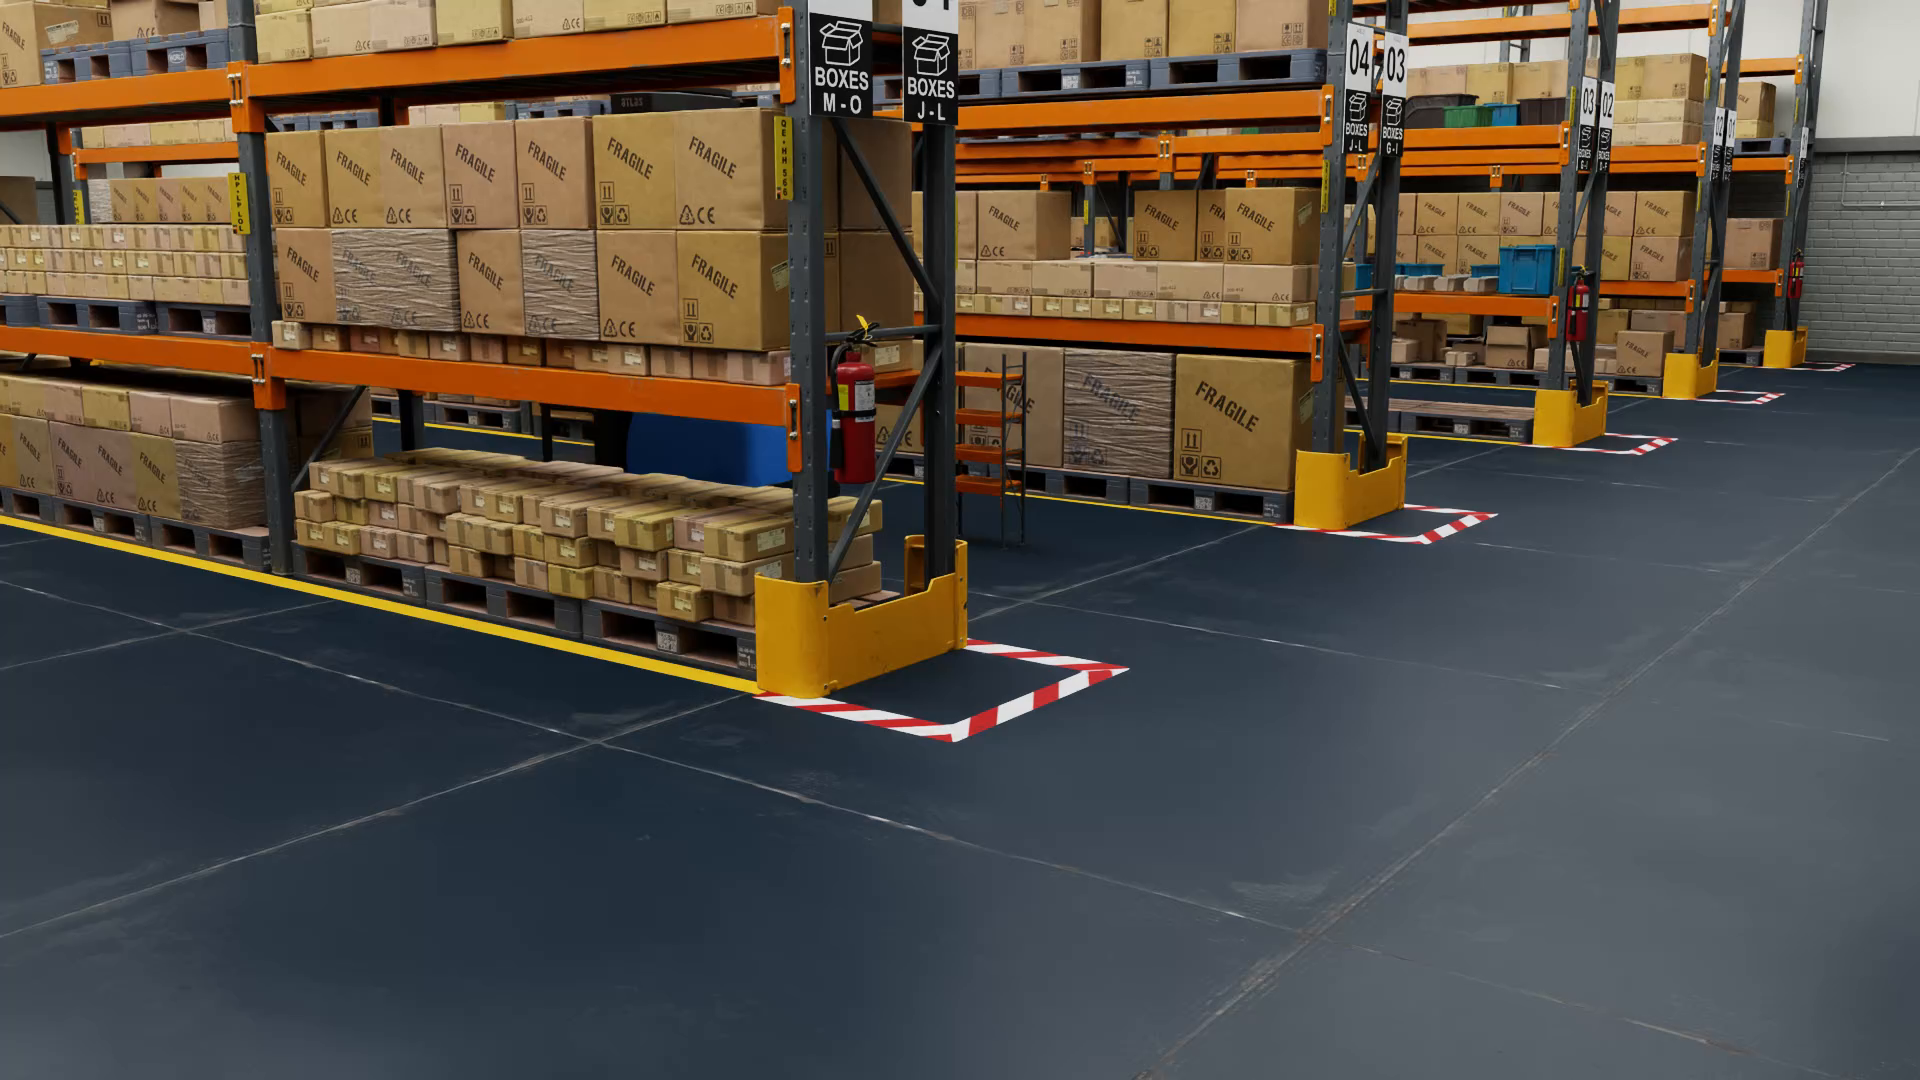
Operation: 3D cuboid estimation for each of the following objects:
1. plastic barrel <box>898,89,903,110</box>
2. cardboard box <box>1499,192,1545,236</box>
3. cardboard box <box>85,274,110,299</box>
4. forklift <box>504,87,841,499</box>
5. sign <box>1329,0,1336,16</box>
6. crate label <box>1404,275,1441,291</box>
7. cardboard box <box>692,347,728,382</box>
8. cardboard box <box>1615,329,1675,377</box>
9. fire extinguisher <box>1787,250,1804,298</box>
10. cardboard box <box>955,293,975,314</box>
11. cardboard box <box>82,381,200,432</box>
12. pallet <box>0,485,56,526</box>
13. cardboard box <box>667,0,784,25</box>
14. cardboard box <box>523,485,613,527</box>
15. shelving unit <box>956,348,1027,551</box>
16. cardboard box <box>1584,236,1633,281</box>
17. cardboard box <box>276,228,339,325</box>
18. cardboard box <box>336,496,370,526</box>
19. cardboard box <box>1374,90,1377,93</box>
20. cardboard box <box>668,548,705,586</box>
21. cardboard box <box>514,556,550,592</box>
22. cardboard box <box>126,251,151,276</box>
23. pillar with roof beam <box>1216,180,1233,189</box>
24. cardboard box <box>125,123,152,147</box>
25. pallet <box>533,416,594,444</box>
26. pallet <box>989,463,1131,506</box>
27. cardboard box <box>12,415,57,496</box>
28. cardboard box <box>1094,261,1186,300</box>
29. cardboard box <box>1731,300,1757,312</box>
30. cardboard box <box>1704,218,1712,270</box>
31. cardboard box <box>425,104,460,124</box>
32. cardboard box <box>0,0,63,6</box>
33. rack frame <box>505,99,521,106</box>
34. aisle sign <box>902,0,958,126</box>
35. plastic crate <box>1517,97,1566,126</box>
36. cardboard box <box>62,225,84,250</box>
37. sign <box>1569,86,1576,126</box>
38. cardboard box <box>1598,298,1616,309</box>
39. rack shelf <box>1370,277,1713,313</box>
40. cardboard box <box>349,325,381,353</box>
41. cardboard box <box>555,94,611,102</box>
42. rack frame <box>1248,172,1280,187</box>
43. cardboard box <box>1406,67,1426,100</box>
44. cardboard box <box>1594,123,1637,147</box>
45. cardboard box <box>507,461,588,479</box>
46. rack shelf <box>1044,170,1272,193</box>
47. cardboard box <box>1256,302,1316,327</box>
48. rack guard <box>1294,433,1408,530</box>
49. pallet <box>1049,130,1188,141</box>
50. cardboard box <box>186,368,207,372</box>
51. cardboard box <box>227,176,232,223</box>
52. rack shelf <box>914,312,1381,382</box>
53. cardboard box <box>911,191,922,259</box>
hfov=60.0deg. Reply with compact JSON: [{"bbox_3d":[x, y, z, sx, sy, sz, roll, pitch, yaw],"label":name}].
[{"bbox_3d":[-0.406,-5.125,18.988,0.708,0.830,0.600,8,13,36],"label":"plastic barrel"},{"bbox_3d":[6.758,-3.877,19.779,0.500,0.500,0.500,8,14,37],"label":"cardboard box"},{"bbox_3d":[-5.290,-1.616,10.543,0.250,0.149,0.380,7,13,34],"label":"cardboard box"},{"bbox_3d":[-2.357,-1.684,11.517,3.031,2.935,1.130,6,13,29],"label":"forklift"},{"bbox_3d":[2.323,-3.428,10.334,0.005,0.325,0.100,8,13,36],"label":"sign"},{"bbox_3d":[4.358,-2.426,15.709,0.243,0.136,0.396,8,13,36],"label":"crate label"},{"bbox_3d":[-0.971,-0.797,7.415,0.250,0.149,0.380,8,13,35],"label":"cardboard box"},{"bbox_3d":[7.938,-2.170,19.271,0.500,0.500,0.500,8,13,36],"label":"cardboard box"},{"bbox_3d":[11.299,-3.608,22.466,0.183,0.674,0.296,8,13,36],"label":"fire extinguisher"},{"bbox_3d":[0.110,-1.795,12.573,0.250,0.149,0.380,7,13,34],"label":"cardboard box"},{"bbox_3d":[-5.177,-0.852,10.539,0.500,0.250,0.500,7,13,33],"label":"cardboard box"},{"bbox_3d":[-6.181,-0.336,11.709,1.213,0.211,1.003,8,13,36],"label":"pallet"},{"bbox_3d":[-0.886,-2.303,7.035,0.500,0.250,0.500,8,13,34],"label":"cardboard box"},{"bbox_3d":[-1.959,-0.167,8.327,0.250,0.149,0.380,7,13,34],"label":"cardboard box"},{"bbox_3d":[0.133,-0.570,10.320,0.503,1.200,0.258,8,13,36],"label":"shelving unit"},{"bbox_3d":[7.579,-3.273,19.288,0.500,0.500,0.500,8,14,36],"label":"cardboard box"},{"bbox_3d":[-3.336,-1.444,9.050,0.500,0.500,0.500,8,13,35],"label":"cardboard box"},{"bbox_3d":[-3.227,-0.191,9.238,0.250,0.149,0.380,8,14,36],"label":"cardboard box"},{"bbox_3d":[4.935,-5.452,21.286,0.600,0.600,0.600,6,13,30],"label":"cardboard box"},{"bbox_3d":[-1.136,0.101,7.729,0.250,0.149,0.380,8,13,34],"label":"cardboard box"},{"bbox_3d":[-1.997,0.138,8.320,0.250,0.149,0.380,8,14,37],"label":"cardboard box"},{"bbox_3d":[-4.867,-1.704,10.212,0.250,0.149,0.380,7,13,33],"label":"cardboard box"},{"bbox_3d":[1.919,-7.381,24.989,0.400,9.000,9.100,8,13,36],"label":"pillar with roof beam"},{"bbox_3d":[-9.190,-4.632,19.074,0.500,0.250,0.500,8,13,35],"label":"cardboard box"},{"bbox_3d":[-3.202,-1.072,15.513,1.213,0.211,1.003,8,13,36],"label":"pallet"},{"bbox_3d":[0.985,-0.487,12.494,1.213,0.211,1.003,8,13,36],"label":"pallet"},{"bbox_3d":[-5.984,-0.597,11.195,0.500,0.500,0.500,8,14,36],"label":"cardboard box"},{"bbox_3d":[1.288,-1.842,11.765,0.500,0.250,0.500,7,13,34],"label":"cardboard box"},{"bbox_3d":[11.046,-3.294,23.425,0.250,0.149,0.380,8,14,36],"label":"cardboard box"},{"bbox_3d":[10.441,-4.200,23.550,0.700,0.700,0.980,8,13,35],"label":"cardboard box"},{"bbox_3d":[-4.729,-4.009,15.855,0.500,0.250,0.500,8,13,35],"label":"cardboard box"},{"bbox_3d":[-6.003,-3.522,10.663,0.258,0.266,0.396,8,13,36],"label":"cardboard box"},{"bbox_3d":[-3.793,-5.486,15.196,0.127,3.000,1.000,8,13,36],"label":"rack frame"},{"bbox_3d":[-0.126,-2.207,7.199,0.004,0.787,0.394,8,13,36],"label":"aisle sign"},{"bbox_3d":[5.441,-3.894,15.208,0.590,0.269,0.497,8,13,36],"label":"plastic crate"},{"bbox_3d":[-5.492,-1.939,10.643,0.250,0.149,0.380,8,14,37],"label":"cardboard box"},{"bbox_3d":[5.274,-3.735,14.317,0.005,0.325,0.100,8,13,36],"label":"sign"},{"bbox_3d":[9.358,-3.439,24.174,0.250,0.149,0.380,7,13,34],"label":"cardboard box"},{"bbox_3d":[6.910,-3.029,20.184,4.000,0.370,1.077,8,13,36],"label":"rack shelf"},{"bbox_3d":[-3.054,-1.098,8.971,0.250,0.149,0.380,7,13,33],"label":"cardboard box"},{"bbox_3d":[-3.259,-4.213,15.134,0.637,0.503,0.797,9,14,39],"label":"cardboard box"},{"bbox_3d":[5.003,-4.816,27.525,0.127,3.000,1.000,8,13,36],"label":"rack frame"},{"bbox_3d":[5.712,-5.571,20.637,0.500,0.500,0.700,8,13,36],"label":"cardboard box"},{"bbox_3d":[7.555,-4.632,19.072,0.500,0.250,0.500,8,13,36],"label":"cardboard box"},{"bbox_3d":[-2.275,-0.335,9.196,0.250,0.149,0.380,7,13,33],"label":"cardboard box"},{"bbox_3d":[3.391,-6.160,28.471,4.000,0.370,1.077,8,13,36],"label":"rack shelf"},{"bbox_3d":[2.173,-1.508,11.087,0.250,0.149,0.380,8,14,37],"label":"cardboard box"},{"bbox_3d":[2.674,-0.411,11.340,0.348,0.500,1.175,8,13,36],"label":"rack guard"},{"bbox_3d":[1.673,-4.303,17.472,1.003,0.211,1.213,8,13,36],"label":"pallet"},{"bbox_3d":[-8.752,-2.211,19.537,0.500,0.500,0.500,10,15,41],"label":"cardboard box"},{"bbox_3d":[-7.543,-3.685,18.001,0.500,0.500,0.500,8,13,36],"label":"cardboard box"},{"bbox_3d":[1.043,-1.513,12.347,4.000,0.370,1.077,8,13,36],"label":"rack shelf"},{"bbox_3d":[-0.334,-2.439,12.875,0.500,0.500,0.500,8,13,36],"label":"cardboard box"}]
